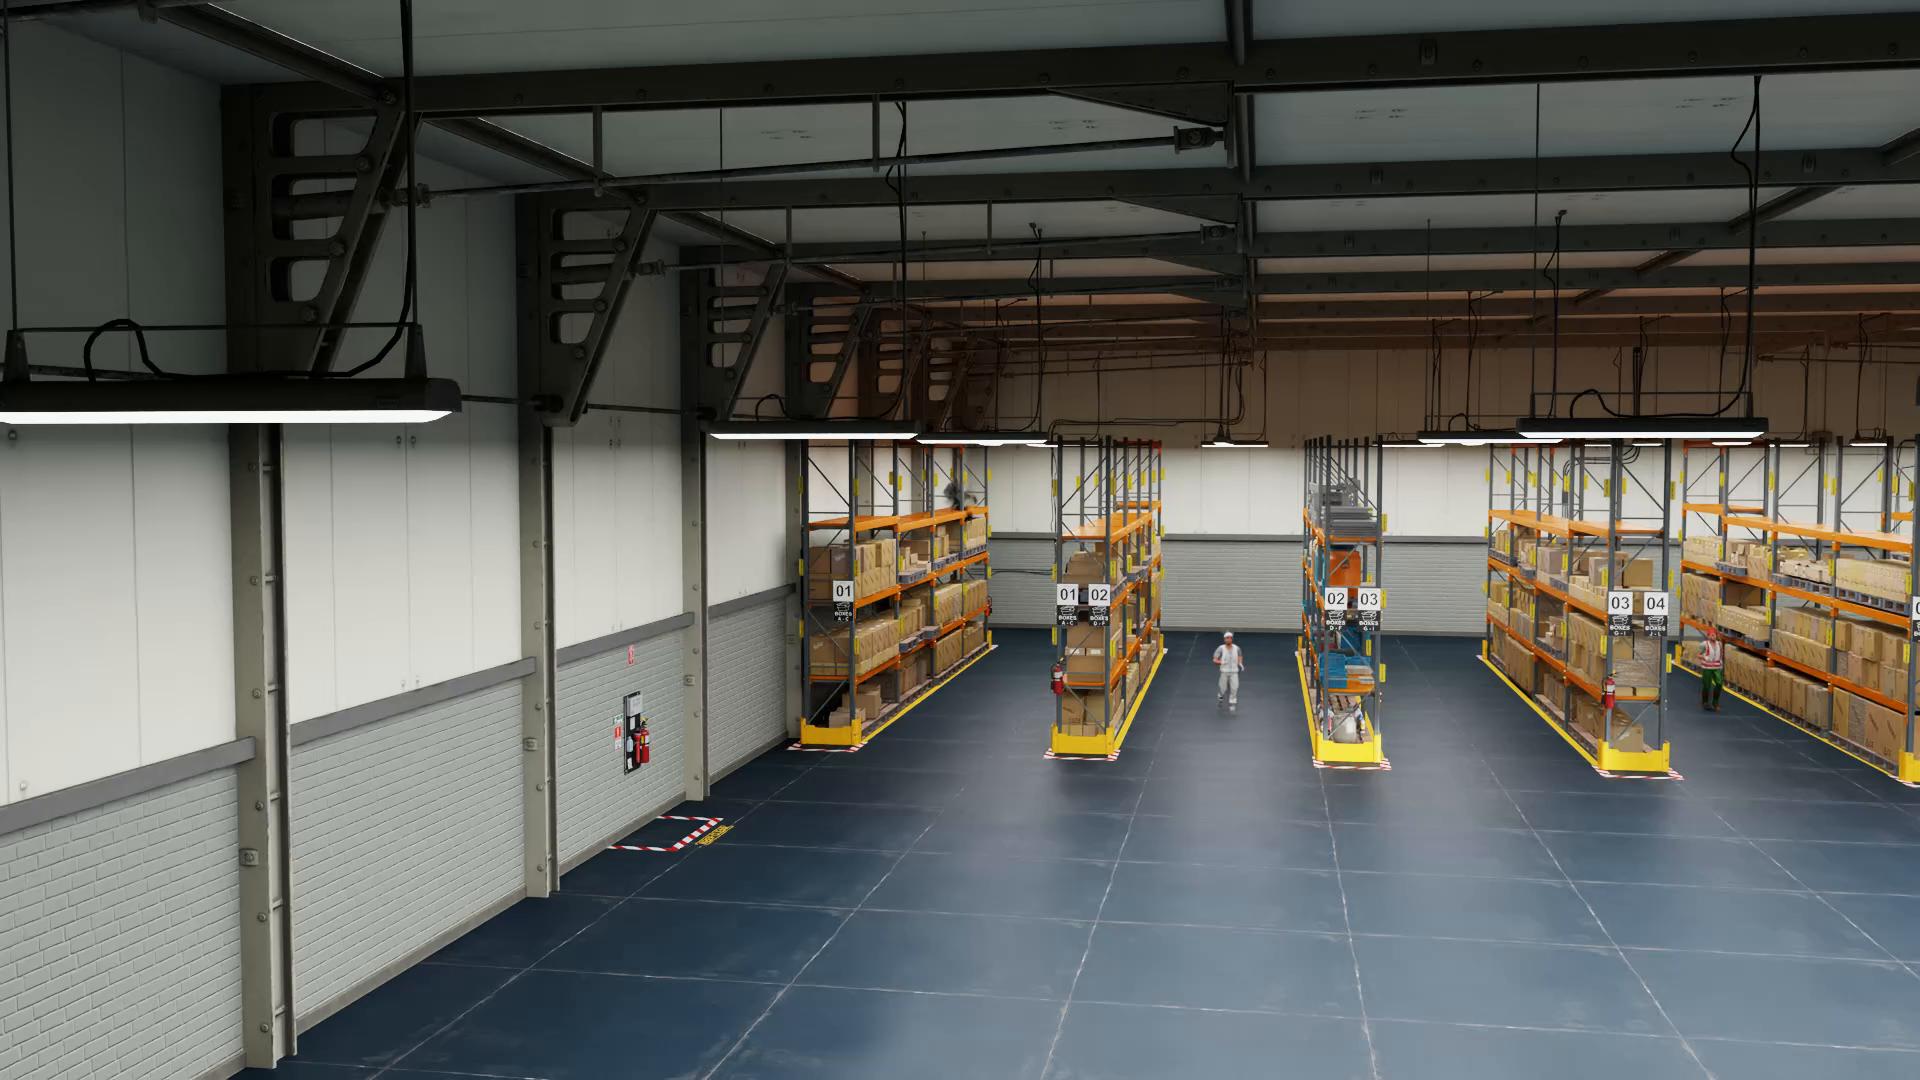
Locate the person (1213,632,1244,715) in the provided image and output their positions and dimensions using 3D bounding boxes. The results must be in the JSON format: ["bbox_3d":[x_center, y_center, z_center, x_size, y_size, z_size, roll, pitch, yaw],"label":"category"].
[{"bbox_3d":[5.833,2.884,36.112,0.671,1.764,0.901,0,3,-4],"label":"person"}]

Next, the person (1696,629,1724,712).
[{"bbox_3d":[16.528,2.863,36.601,0.635,1.825,0.749,0,3,6],"label":"person"}]
